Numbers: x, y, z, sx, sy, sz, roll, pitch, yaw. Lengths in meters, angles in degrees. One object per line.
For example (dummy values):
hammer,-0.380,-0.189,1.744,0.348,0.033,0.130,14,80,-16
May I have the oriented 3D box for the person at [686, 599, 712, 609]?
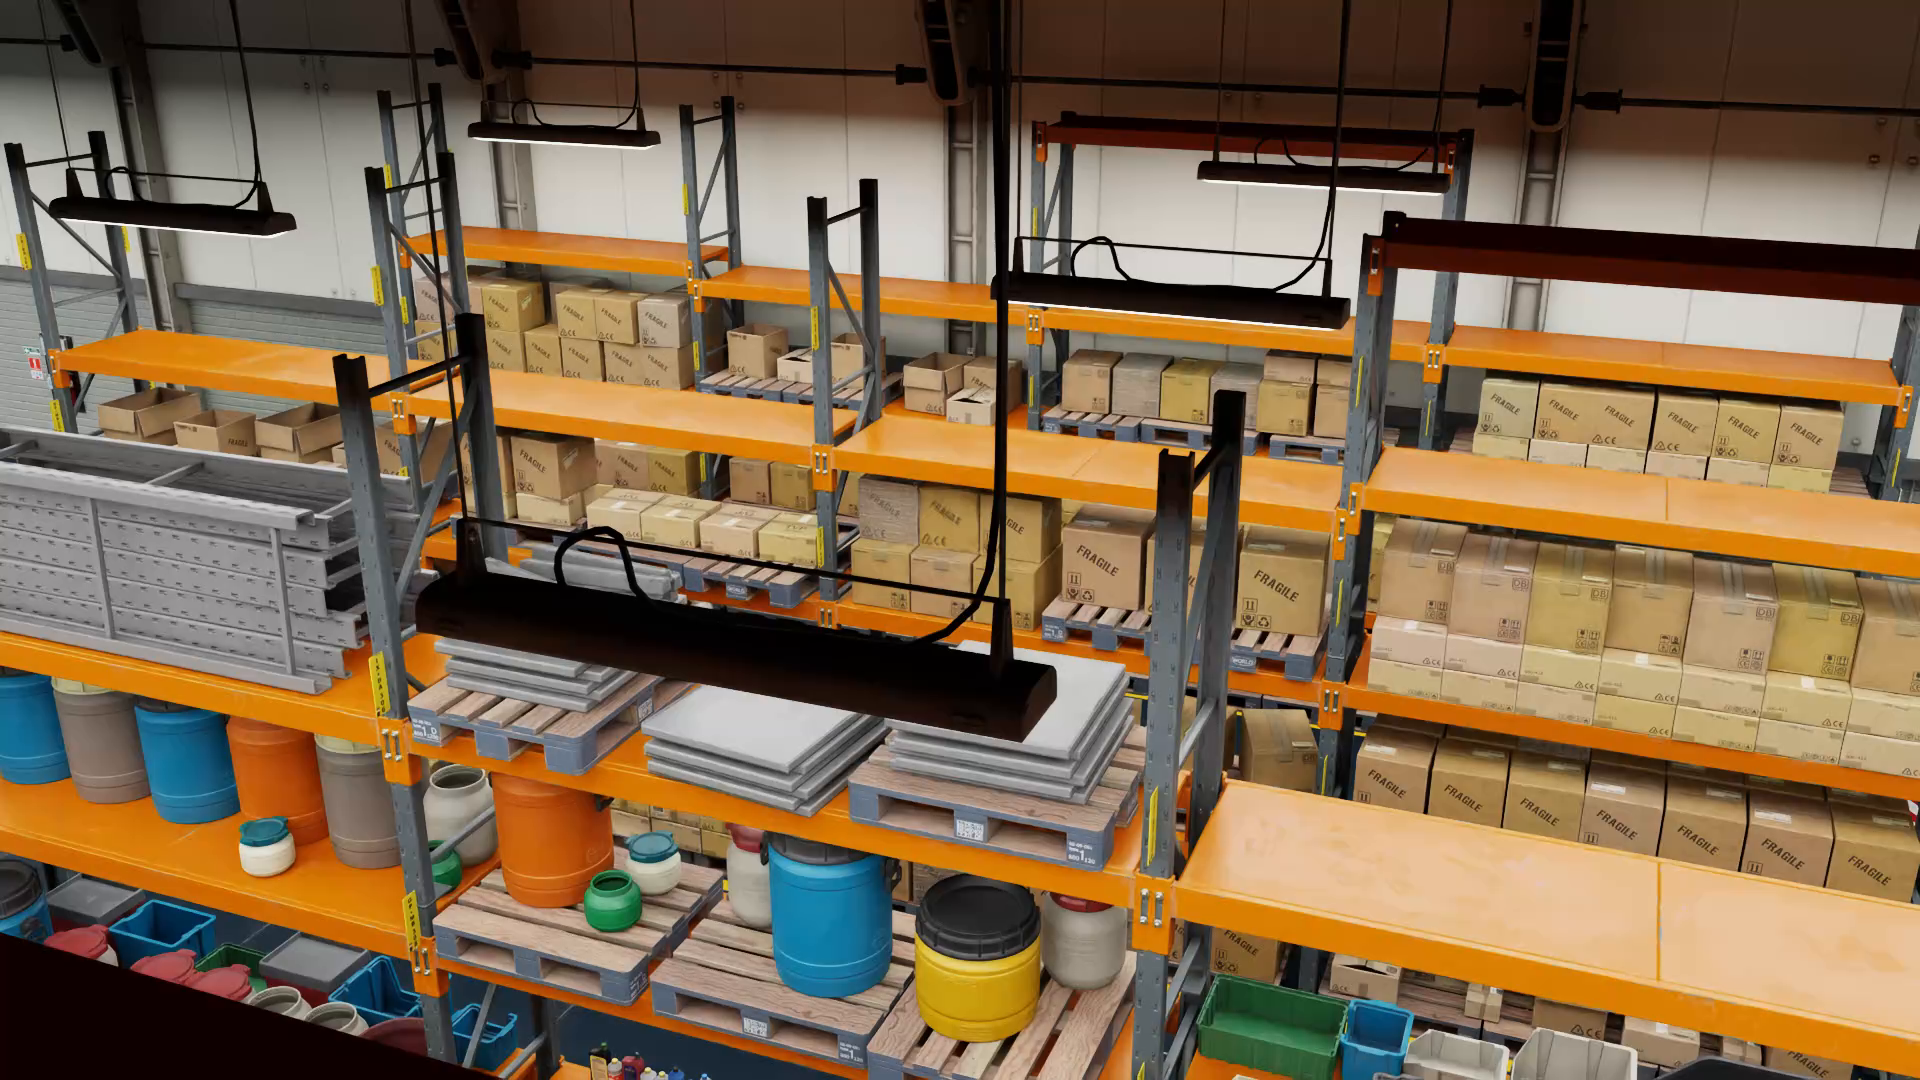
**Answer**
person,-2.892,0.815,17.909,0.910,1.627,0.483,-1,21,-4
